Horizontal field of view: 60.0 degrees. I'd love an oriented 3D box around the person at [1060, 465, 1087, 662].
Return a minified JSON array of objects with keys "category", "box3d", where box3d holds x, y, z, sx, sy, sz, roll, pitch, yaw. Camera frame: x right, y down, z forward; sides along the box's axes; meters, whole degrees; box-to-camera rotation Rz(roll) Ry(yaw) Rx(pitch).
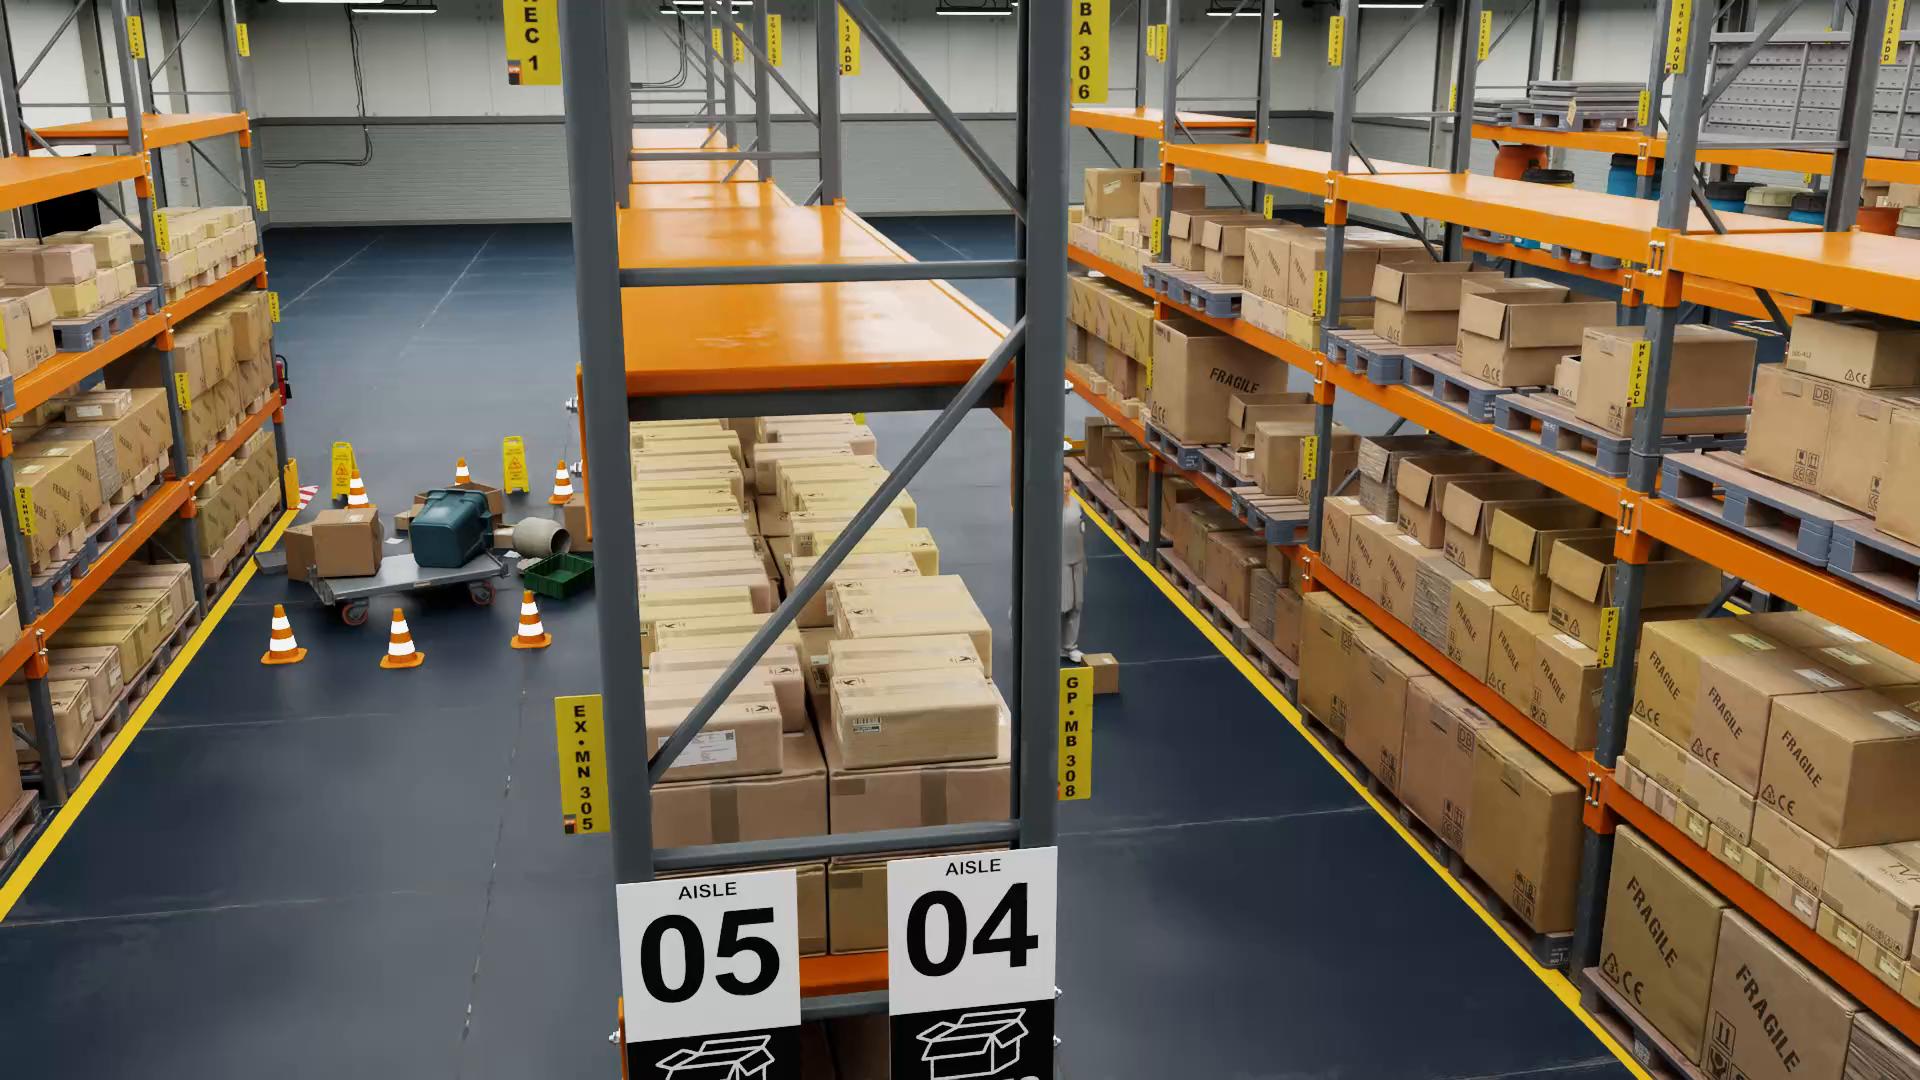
[{"category":"person","box3d":[0.848,0.191,13.846,0.452,1.660,0.501,-14,22,-40]}]
